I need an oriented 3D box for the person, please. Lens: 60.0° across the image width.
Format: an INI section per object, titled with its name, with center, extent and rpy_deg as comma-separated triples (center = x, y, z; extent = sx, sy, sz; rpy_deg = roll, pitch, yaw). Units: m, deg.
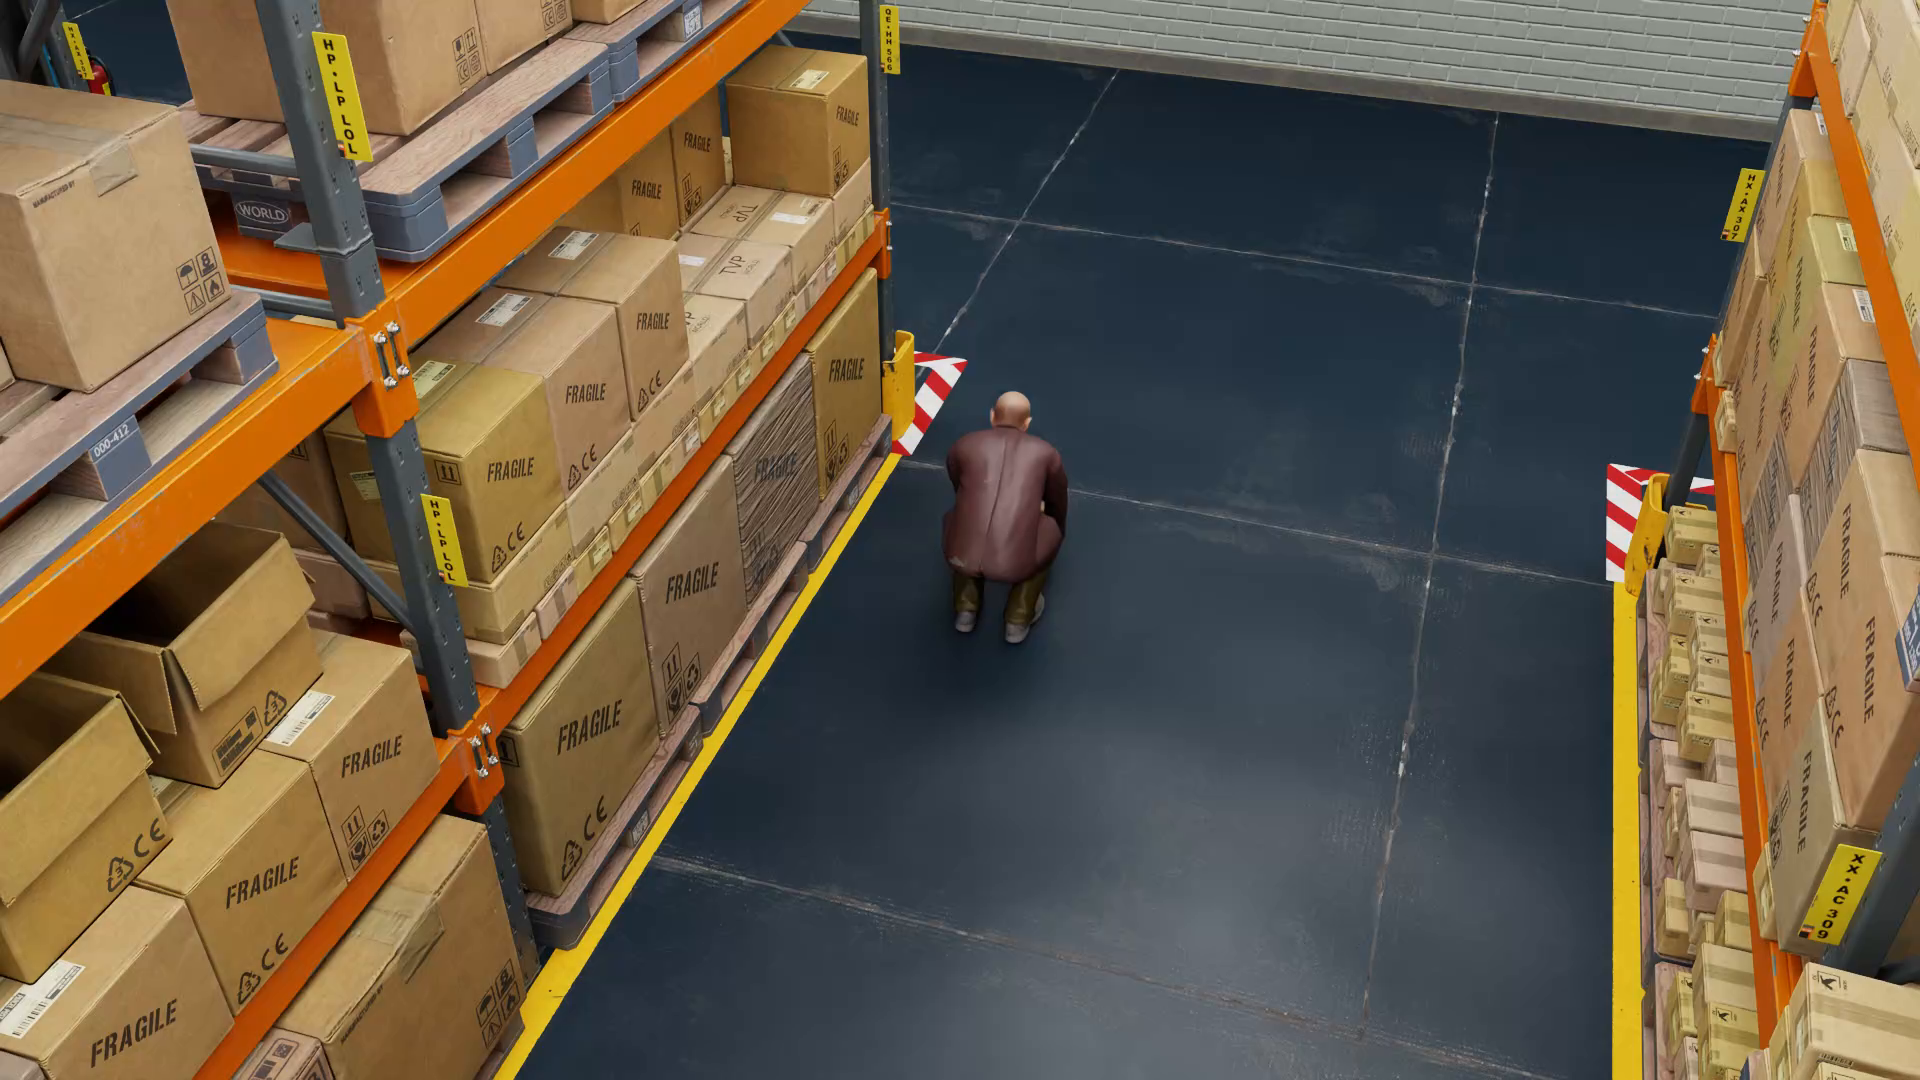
[person]
center = 0.199, -0.099, 7.736
extent = 0.609, 0.949, 0.913
rpy_deg = 11, 38, 14
